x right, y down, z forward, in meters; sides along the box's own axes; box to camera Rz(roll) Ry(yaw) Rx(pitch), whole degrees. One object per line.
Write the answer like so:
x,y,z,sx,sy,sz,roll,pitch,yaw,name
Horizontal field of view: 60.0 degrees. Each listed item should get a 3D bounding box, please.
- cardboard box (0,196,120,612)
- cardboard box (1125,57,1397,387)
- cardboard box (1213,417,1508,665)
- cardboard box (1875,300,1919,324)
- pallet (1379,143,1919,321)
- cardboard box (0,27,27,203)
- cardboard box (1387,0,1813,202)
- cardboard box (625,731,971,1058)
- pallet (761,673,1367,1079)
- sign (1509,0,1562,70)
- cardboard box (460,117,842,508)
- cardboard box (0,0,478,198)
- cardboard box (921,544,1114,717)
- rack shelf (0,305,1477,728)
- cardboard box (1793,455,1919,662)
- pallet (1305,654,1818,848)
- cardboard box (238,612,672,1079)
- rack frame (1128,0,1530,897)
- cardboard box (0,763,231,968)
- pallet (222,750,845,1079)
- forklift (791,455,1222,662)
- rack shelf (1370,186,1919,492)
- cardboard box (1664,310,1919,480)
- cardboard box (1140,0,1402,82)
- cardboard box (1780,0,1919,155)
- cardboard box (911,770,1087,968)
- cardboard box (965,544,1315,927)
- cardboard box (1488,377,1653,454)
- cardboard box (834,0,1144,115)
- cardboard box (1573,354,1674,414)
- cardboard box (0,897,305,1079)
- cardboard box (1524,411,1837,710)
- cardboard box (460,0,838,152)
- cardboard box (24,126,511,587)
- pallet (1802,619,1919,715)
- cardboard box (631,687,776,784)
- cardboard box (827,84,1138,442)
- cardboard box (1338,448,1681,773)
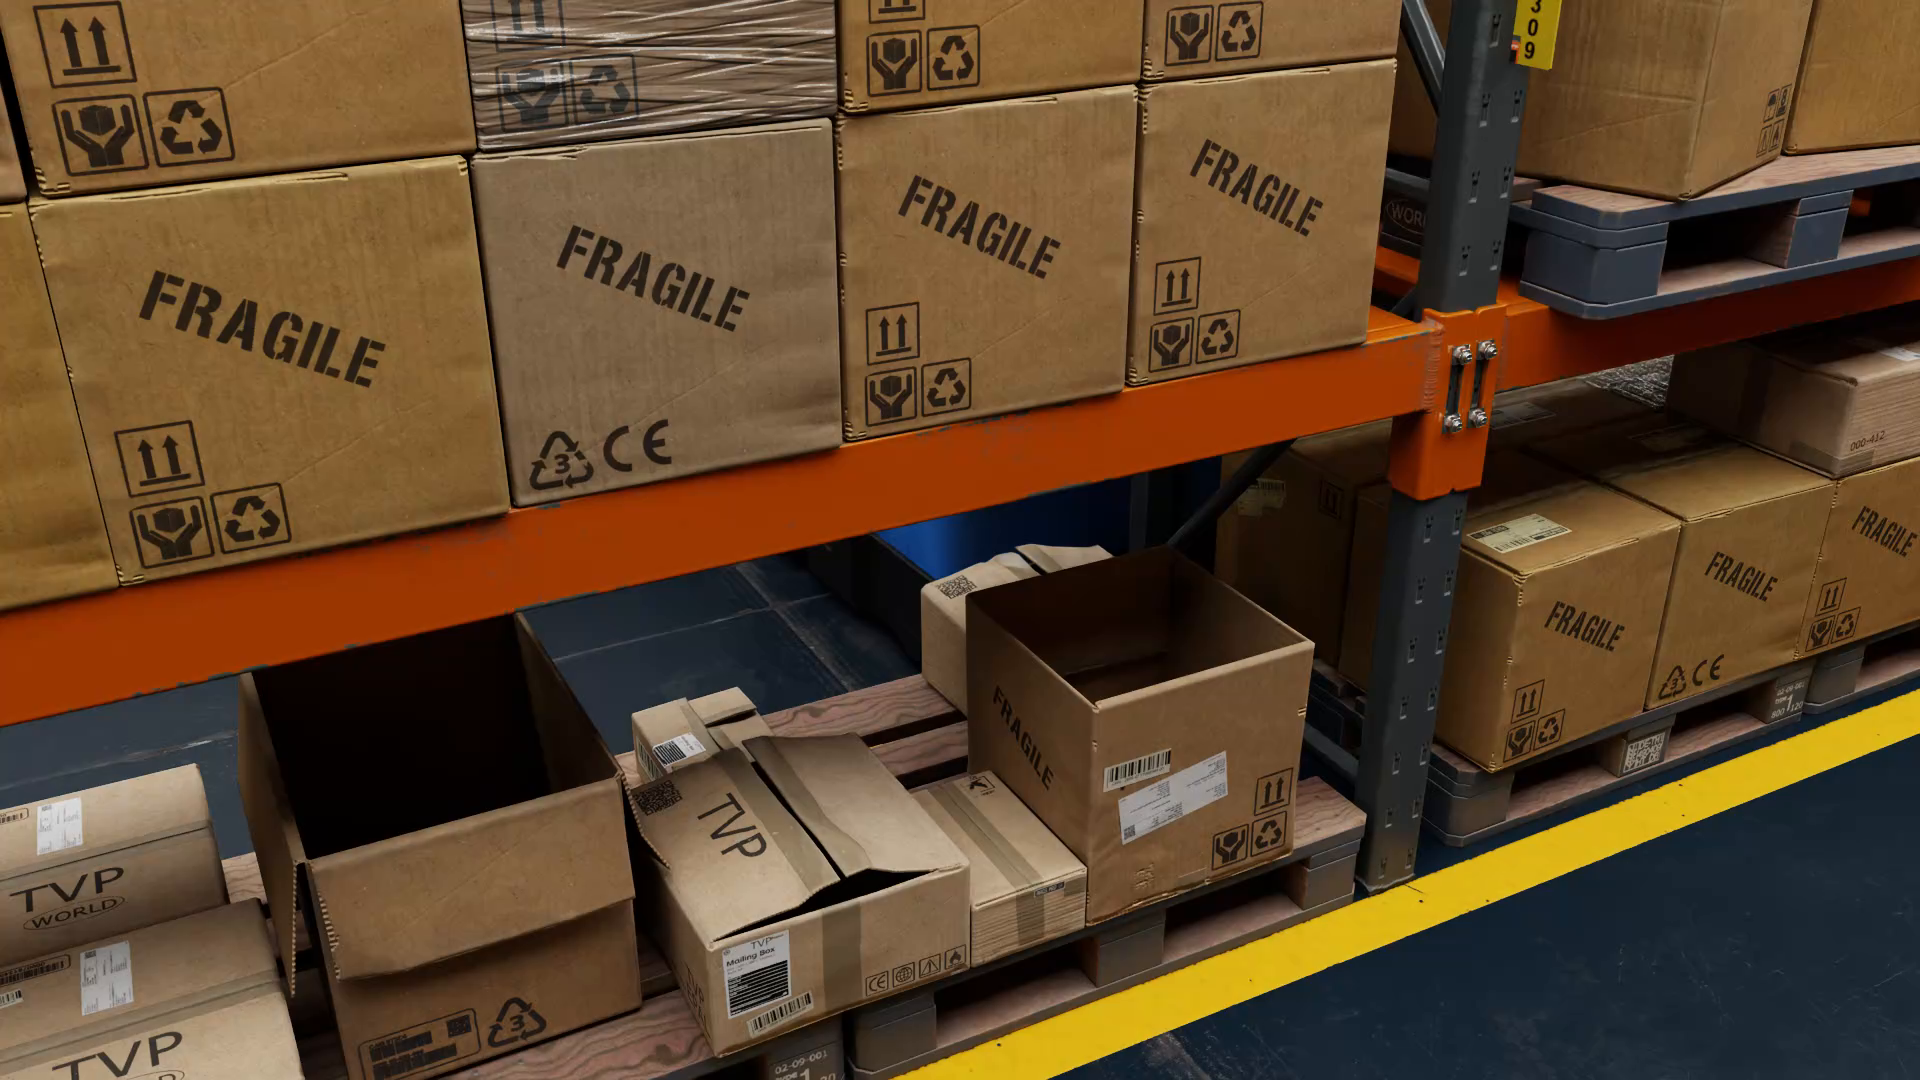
-1.402,-0.205,2.097,0.500,0.500,0.500,-13,29,-25,cardboard box
0.395,-0.622,2.965,0.500,0.500,0.500,-12,28,-24,cardboard box
1.015,-0.059,4.286,0.500,0.500,0.500,-13,29,-25,cardboard box
2.581,-0.498,4.335,0.500,0.250,0.500,-14,29,-26,cardboard box
1.471,-0.812,3.697,1.213,0.211,1.003,-13,29,-25,pallet
-1.397,-0.657,1.883,0.500,0.500,0.500,-13,28,-24,cardboard box
1.238,-1.023,3.313,0.700,0.500,0.500,22,33,37,cardboard box
-0.316,0.614,3.104,0.500,0.311,0.500,-13,29,-25,cardboard box
0.108,0.620,3.716,1.213,0.211,1.003,-13,29,-25,pallet
0.977,-0.962,2.787,0.005,0.325,0.100,-13,29,-25,sign
-0.512,-0.411,2.526,0.500,0.500,0.500,-12,28,-24,cardboard box
-0.950,-0.761,2.099,0.500,0.500,0.500,-13,29,-26,cardboard box
0.243,0.240,3.884,0.500,0.311,0.500,-13,29,-25,cardboard box
-1.050,-0.045,2.710,4.000,0.370,1.077,-13,29,-25,rack shelf
2.166,-0.066,4.301,0.500,0.500,0.500,-13,28,-24,cardboard box
1.415,0.300,4.382,1.213,0.211,1.003,-13,29,-25,pallet
-0.940,0.535,3.047,0.637,0.503,0.797,-13,29,-25,cardboard box
0.715,-0.777,3.403,0.127,3.000,1.000,-13,29,-25,rack frame
-1.598,0.692,3.012,0.500,0.250,0.500,-13,29,-25,cardboard box
-0.969,0.870,3.195,1.213,0.211,1.003,-13,29,-25,pallet
-0.342,-1.569,5.131,1.130,2.935,3.031,-15,29,-28,forklift
2.480,-0.860,4.407,4.000,0.370,1.077,-13,29,-25,rack shelf
2.139,-0.396,4.122,0.500,0.250,0.500,-13,29,-25,cardboard box
0.391,-1.071,2.744,0.500,0.500,0.500,-13,28,-25,cardboard box
1.815,-1.187,3.656,0.500,0.500,0.700,-8,27,-17,cardboard box
0.043,0.633,3.251,0.250,0.149,0.380,-13,29,-25,cardboard box
0.346,0.376,3.381,0.500,0.500,0.500,-13,29,-25,cardboard box
1.456,-0.156,4.489,0.500,0.500,0.500,-13,29,-25,cardboard box
-0.060,-0.966,2.525,0.500,0.500,0.500,-14,29,-26,cardboard box
1.898,-0.258,4.701,0.500,0.500,0.500,-13,28,-24,cardboard box
-1.319,0.873,2.635,0.500,0.250,0.500,-13,29,-25,cardboard box
1.722,0.033,4.095,0.500,0.500,0.500,-13,28,-24,cardboard box
-0.505,-0.863,2.311,0.500,0.500,0.500,-13,28,-25,cardboard box
-0.960,-0.307,2.307,0.500,0.500,0.500,-13,28,-24,cardboard box
2.493,0.050,4.903,1.213,0.211,1.003,-13,29,-25,pallet
-0.516,0.485,3.540,0.250,0.166,0.380,-13,29,-25,cardboard box
-0.060,-0.517,2.745,0.500,0.500,0.500,-12,28,-24,cardboard box
1.256,0.146,3.860,0.500,0.500,0.500,-14,29,-27,cardboard box
